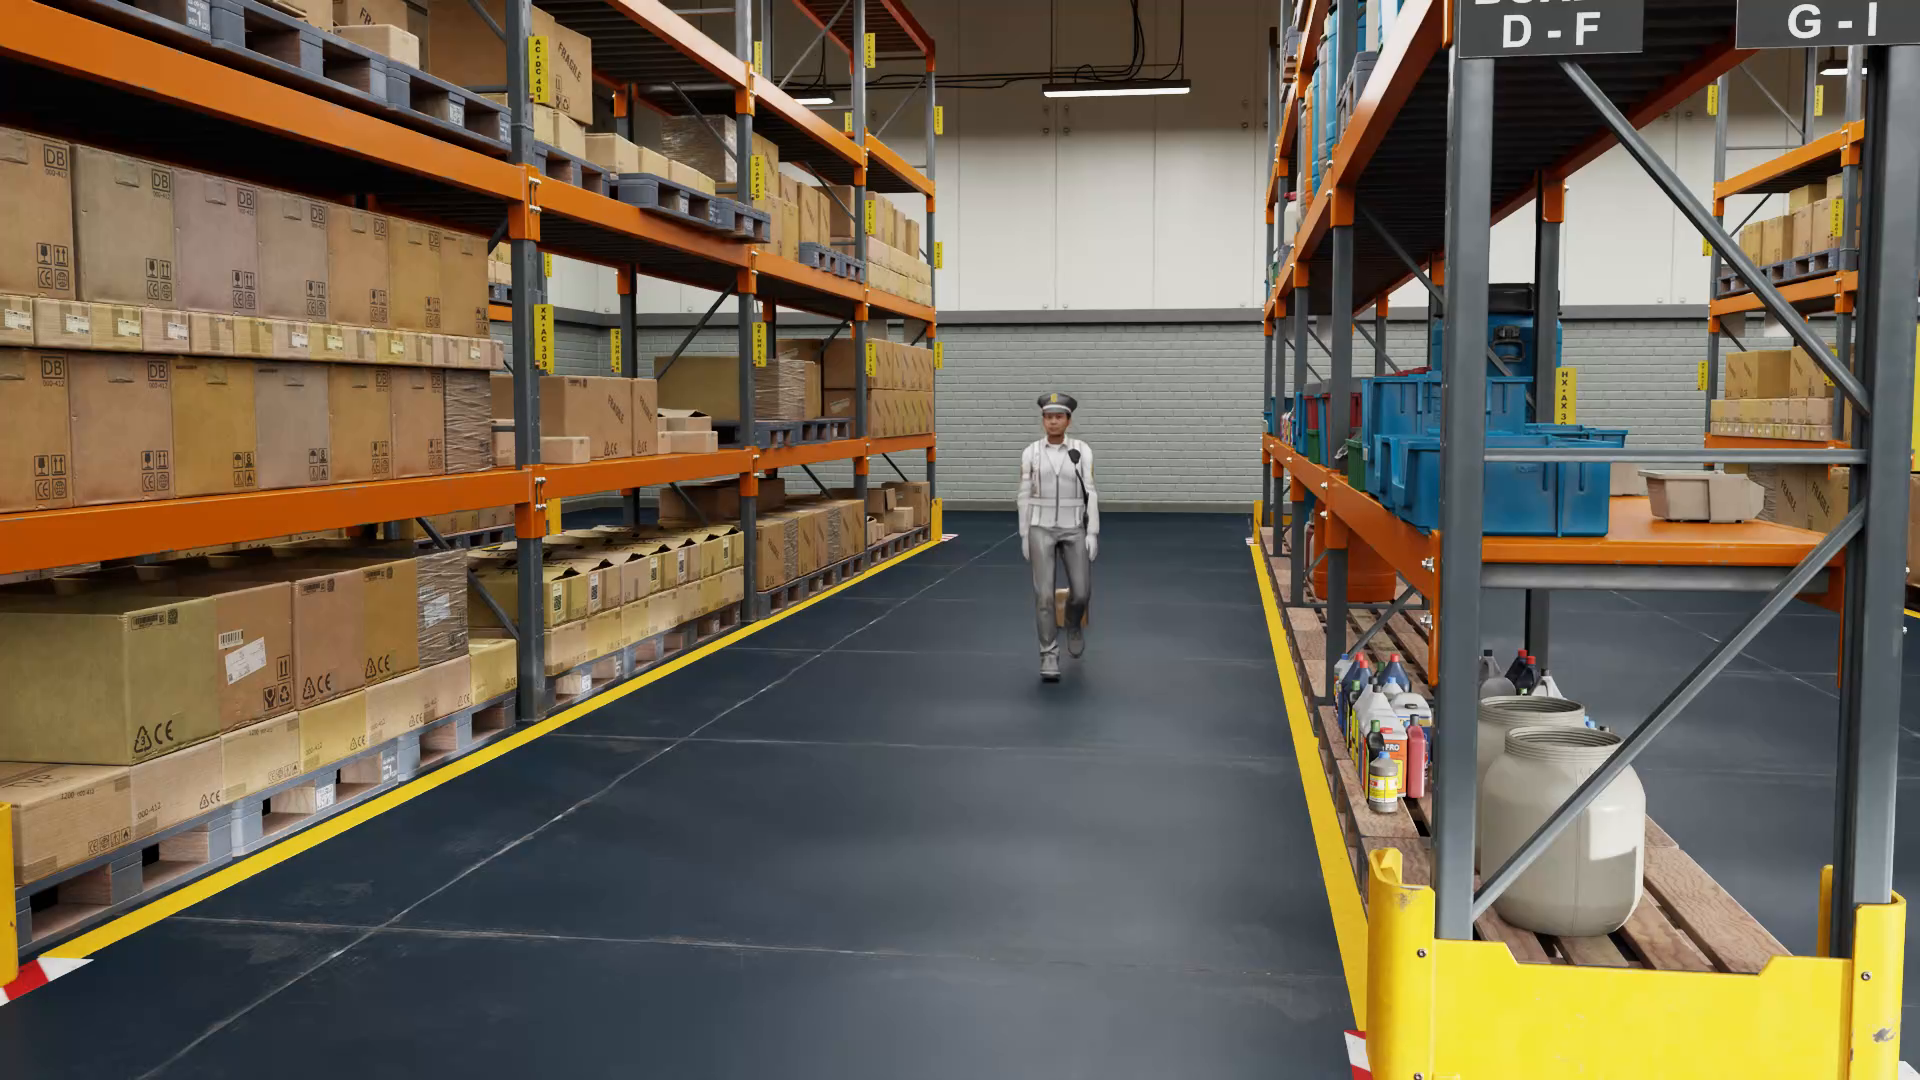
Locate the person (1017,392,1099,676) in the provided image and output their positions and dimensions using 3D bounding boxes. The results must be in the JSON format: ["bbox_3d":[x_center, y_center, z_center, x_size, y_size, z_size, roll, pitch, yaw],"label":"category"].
[{"bbox_3d":[0.589,-0.048,10.001,0.493,1.677,0.585,0,5,3],"label":"person"}]
